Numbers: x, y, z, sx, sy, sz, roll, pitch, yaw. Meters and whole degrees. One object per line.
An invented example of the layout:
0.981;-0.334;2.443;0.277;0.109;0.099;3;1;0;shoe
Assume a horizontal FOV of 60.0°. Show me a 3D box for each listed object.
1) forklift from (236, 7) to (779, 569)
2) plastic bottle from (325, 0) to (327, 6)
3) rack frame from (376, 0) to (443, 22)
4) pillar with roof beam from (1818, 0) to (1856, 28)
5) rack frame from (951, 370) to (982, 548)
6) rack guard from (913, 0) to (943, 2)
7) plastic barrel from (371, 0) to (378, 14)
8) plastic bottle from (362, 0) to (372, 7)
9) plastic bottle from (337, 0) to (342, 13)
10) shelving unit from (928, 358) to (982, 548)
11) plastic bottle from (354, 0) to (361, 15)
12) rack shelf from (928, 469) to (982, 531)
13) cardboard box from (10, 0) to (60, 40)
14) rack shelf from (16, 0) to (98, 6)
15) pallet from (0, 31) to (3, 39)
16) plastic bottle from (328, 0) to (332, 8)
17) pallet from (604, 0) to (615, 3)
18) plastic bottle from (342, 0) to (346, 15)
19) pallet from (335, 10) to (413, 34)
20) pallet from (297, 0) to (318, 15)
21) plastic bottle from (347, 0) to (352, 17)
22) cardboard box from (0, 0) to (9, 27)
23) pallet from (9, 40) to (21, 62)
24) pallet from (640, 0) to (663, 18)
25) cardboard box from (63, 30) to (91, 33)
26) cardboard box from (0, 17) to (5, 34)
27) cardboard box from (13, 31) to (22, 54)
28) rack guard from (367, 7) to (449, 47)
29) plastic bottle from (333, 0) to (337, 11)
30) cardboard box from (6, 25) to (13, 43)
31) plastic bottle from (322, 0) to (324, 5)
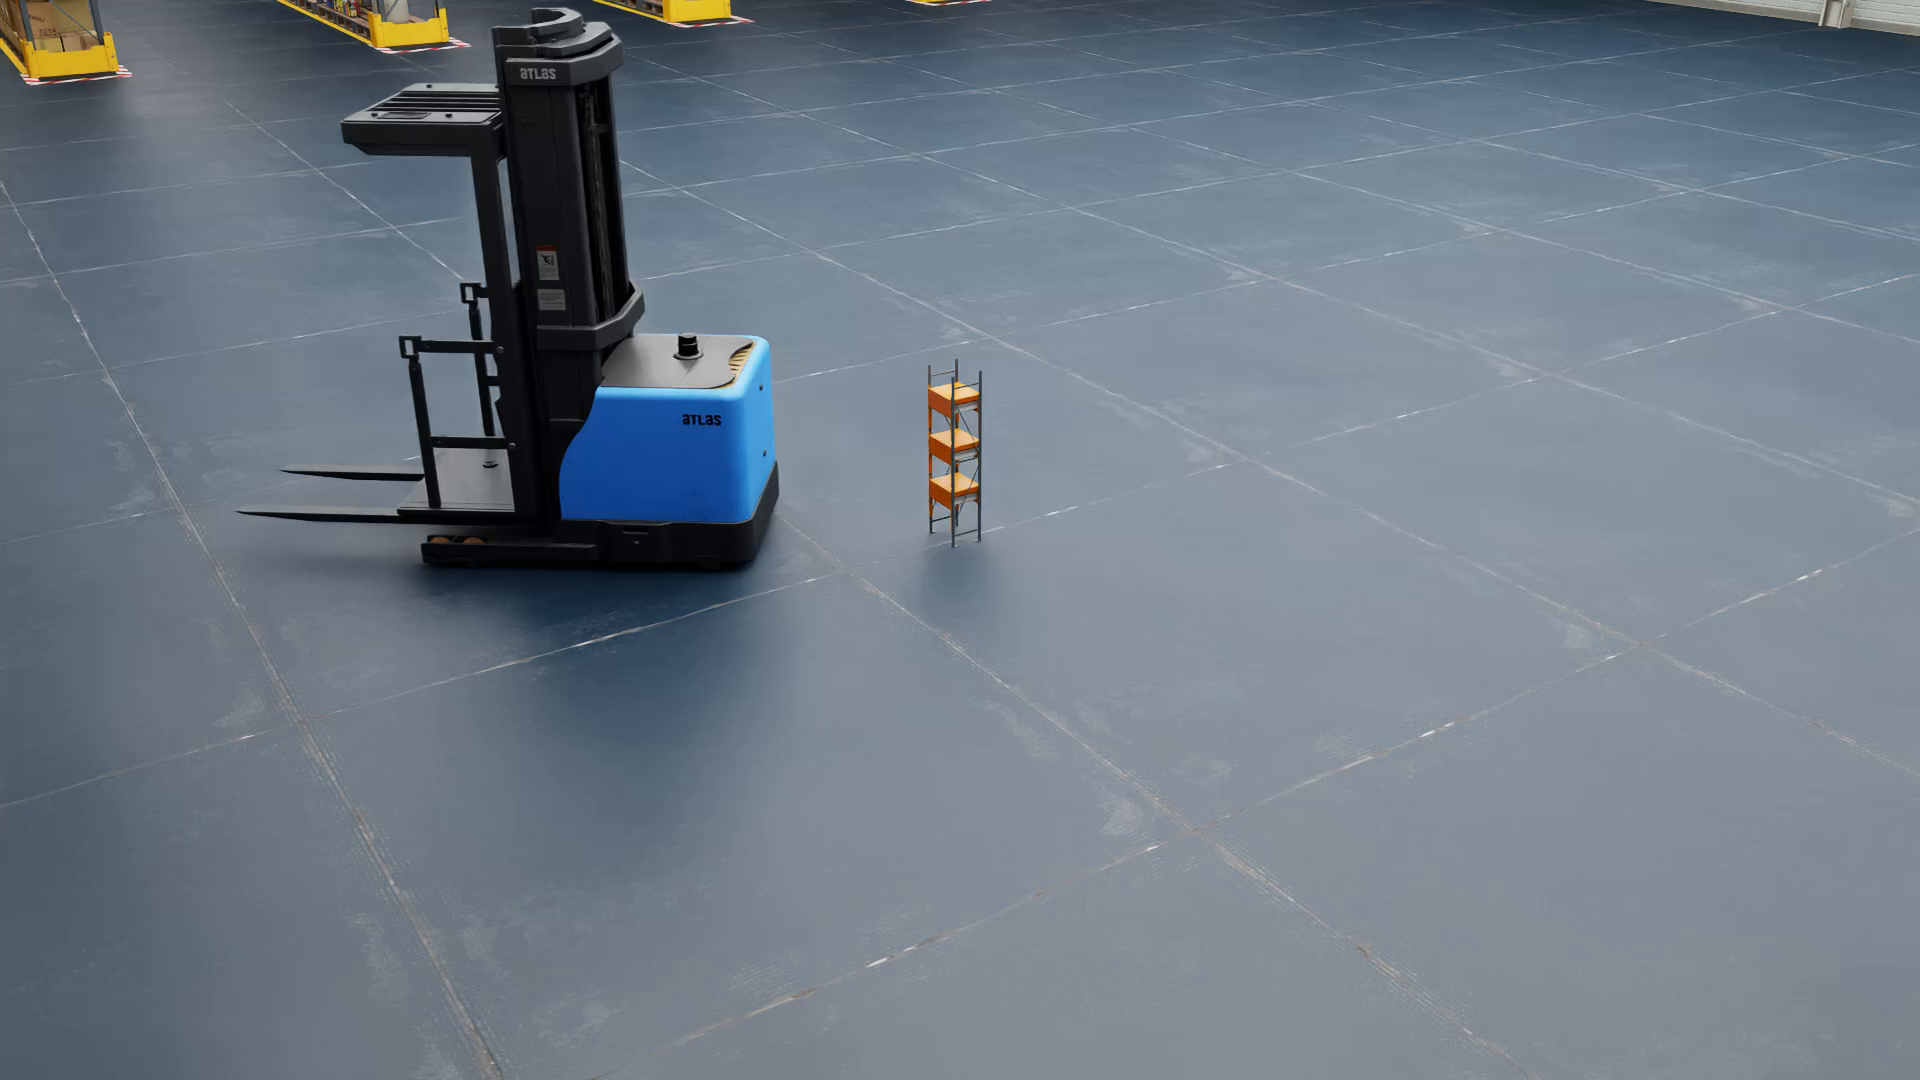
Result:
-2.642;-1.393;9.267;3.031;2.935;1.130;1;25;3;forklift
-10.962;-9.363;28.832;0.097;0.201;0.097;0;25;0;plastic bottle
-8.696;-9.287;25.910;1.000;3.000;0.127;-16;29;-30;rack frame
11.232;-11.786;24.175;9.100;9.000;0.400;-16;29;-30;pillar with roof beam
0.037;-0.450;9.474;0.200;1.050;0.008;-16;29;-30;rack frame
-0.322;-10.423;31.242;1.175;0.500;0.348;-16;29;-30;rack guard
-9.393;-8.749;27.192;0.421;0.512;0.421;0;25;0;plastic barrel
-10.292;-9.410;28.845;0.152;0.276;0.135;-16;29;-30;plastic bottle
-10.452;-9.114;28.131;0.144;0.351;0.185;-16;30;-30;plastic bottle
-0.029;-0.494;9.566;0.215;1.050;0.252;-16;29;-30;shelving unit
-10.092;-8.934;27.829;0.061;0.283;0.133;-16;29;-30;plastic bottle
-0.029;-0.233;9.690;0.215;0.259;0.240;-16;29;-30;rack shelf
-13.390;-7.543;24.064;0.500;0.500;0.500;-16;29;-30;cardboard box
-13.940;-8.525;25.136;1.077;0.370;4.000;-16;29;-30;rack shelf
-15.467;-8.559;27.632;1.003;0.211;1.213;-16;29;-30;pallet
-10.787;-9.334;28.596;0.144;0.351;0.185;-15;29;-28;plastic bottle
-6.334;-10.379;31.490;1.003;0.211;1.213;-16;29;-30;pallet
-10.256;-8.956;27.882;0.152;0.276;0.135;-16;30;-31;plastic bottle
-9.878;-8.770;28.081;1.003;0.211;1.213;-16;29;-30;pallet
-11.341;-9.729;30.112;1.003;0.211;1.213;-16;29;-30;pallet
-10.145;-8.850;27.651;0.061;0.283;0.133;-15;29;-28;plastic bottle
-14.221;-8.076;25.194;0.500;0.500;0.500;-16;29;-30;cardboard box
-13.963;-7.573;25.545;1.003;0.211;1.213;-16;29;-30;pallet
-5.002;-9.507;29.641;1.003;0.211;1.213;-16;29;-30;pallet
-13.231;-7.503;24.858;0.500;0.250;0.500;-16;29;-30;cardboard box
-14.764;-8.095;26.113;0.500;0.250;0.500;-16;29;-30;cardboard box
-13.672;-7.380;24.598;0.500;0.250;0.500;-16;29;-30;cardboard box
-8.777;-8.173;26.478;1.175;0.500;0.348;-16;29;-30;rack guard
-10.629;-9.167;28.322;0.061;0.283;0.133;-14;29;-27;plastic bottle
-14.218;-7.738;25.356;0.500;0.250;0.500;-16;29;-30;cardboard box
-11.073;-9.467;28.971;0.097;0.271;0.097;0;25;0;plastic bottle
